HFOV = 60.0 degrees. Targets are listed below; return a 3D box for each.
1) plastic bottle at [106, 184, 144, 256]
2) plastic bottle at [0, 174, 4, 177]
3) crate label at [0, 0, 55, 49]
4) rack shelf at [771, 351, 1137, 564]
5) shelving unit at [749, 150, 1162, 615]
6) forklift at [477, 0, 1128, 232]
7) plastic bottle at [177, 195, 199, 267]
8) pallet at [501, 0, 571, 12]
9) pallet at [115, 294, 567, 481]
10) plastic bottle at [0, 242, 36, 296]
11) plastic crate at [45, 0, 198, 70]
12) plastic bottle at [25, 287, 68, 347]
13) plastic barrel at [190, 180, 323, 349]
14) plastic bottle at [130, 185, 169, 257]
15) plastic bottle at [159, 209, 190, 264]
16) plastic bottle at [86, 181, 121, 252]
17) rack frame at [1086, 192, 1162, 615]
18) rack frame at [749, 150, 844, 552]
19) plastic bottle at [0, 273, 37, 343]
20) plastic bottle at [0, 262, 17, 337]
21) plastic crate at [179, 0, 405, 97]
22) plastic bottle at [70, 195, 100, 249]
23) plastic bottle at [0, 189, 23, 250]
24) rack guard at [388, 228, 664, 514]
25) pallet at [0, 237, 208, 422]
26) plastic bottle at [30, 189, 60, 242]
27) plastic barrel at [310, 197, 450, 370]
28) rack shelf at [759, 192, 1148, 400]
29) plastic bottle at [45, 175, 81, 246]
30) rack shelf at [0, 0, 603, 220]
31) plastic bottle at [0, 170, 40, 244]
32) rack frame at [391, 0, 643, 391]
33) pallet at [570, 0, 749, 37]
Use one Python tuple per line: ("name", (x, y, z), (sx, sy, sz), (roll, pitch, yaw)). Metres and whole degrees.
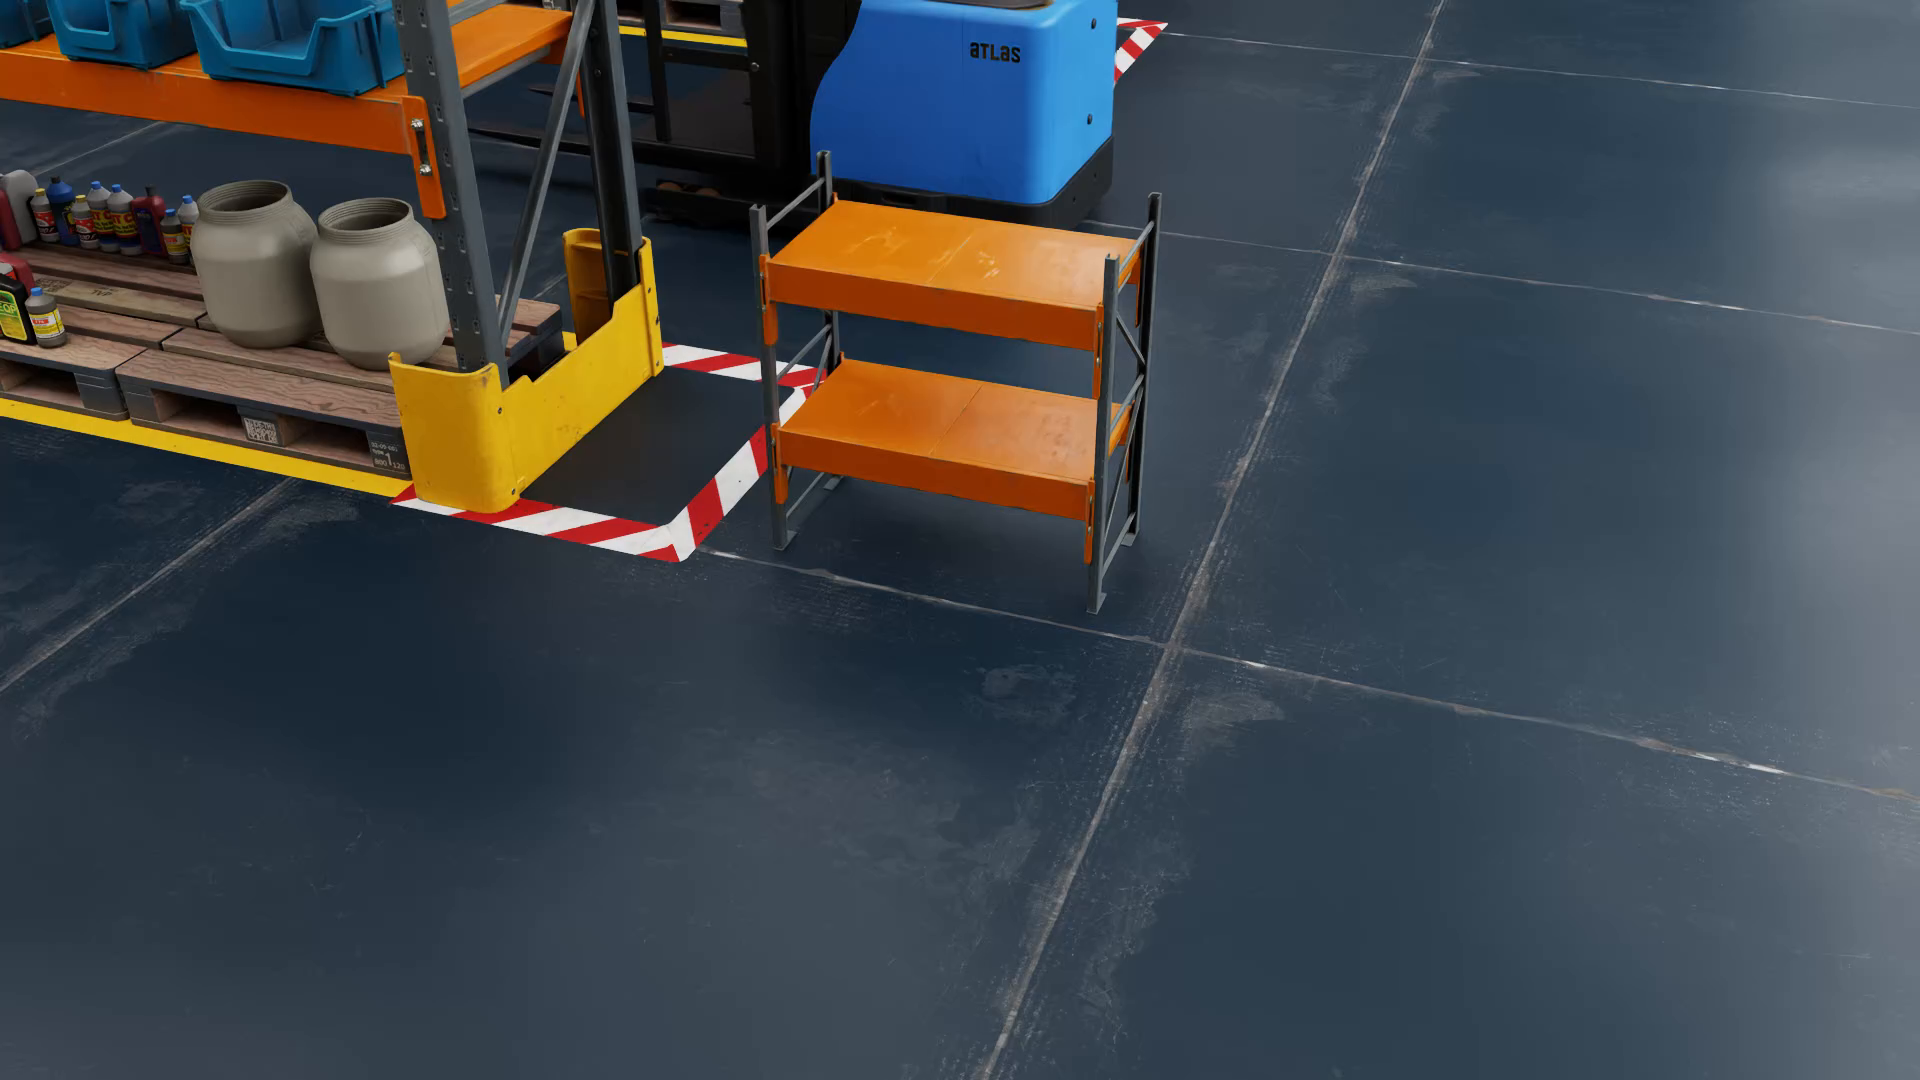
("plastic bottle", (-3.292, -1.267, 6.557), (0.097, 0.271, 0.097), (0, 33, 0))
("plastic bottle", (-3.945, -1.414, 6.711), (0.185, 0.351, 0.144), (11, 34, 16))
("crate label", (-3.191, -1.888, 5.377), (0.616, 0.435, 0.502), (11, 34, 16))
("rack shelf", (-0.006, -0.268, 5.079), (1.000, 0.278, 0.538), (11, 34, 16))
("shelving unit", (-0.006, -0.474, 4.947), (1.048, 1.125, 0.538), (11, 34, 16))
("forklift", (-0.820, -2.897, 7.035), (3.031, 2.935, 1.130), (15, 36, 21))
("plastic bottle", (-2.969, -1.204, 6.459), (0.097, 0.271, 0.097), (0, 33, 0))
("pallet", (-2.818, -3.659, 10.723), (1.213, 0.211, 1.003), (11, 34, 16))
("pallet", (-2.218, -0.645, 6.054), (1.213, 0.211, 1.003), (11, 34, 16))
("plastic bottle", (-3.437, -0.945, 6.047), (0.133, 0.283, 0.061), (11, 34, 16))
("plastic crate", (-2.549, -1.673, 5.213), (0.408, 0.251, 0.499), (11, 34, 16))
("plastic bottle", (-3.244, -0.796, 5.892), (0.097, 0.201, 0.097), (0, 33, 0))
("plastic barrel", (-2.484, -0.979, 5.908), (0.421, 0.512, 0.421), (0, 33, 0))
("plastic bottle", (-3.176, -1.260, 6.535), (0.133, 0.283, 0.061), (12, 35, 17))
("plastic bottle", (-3.066, -1.194, 6.508), (0.097, 0.201, 0.097), (0, 33, 0))
("plastic bottle", (-3.386, -1.285, 6.585), (0.097, 0.271, 0.097), (0, 33, 0))
("rack frame", (0.472, -0.381, 4.803), (0.032, 1.125, 0.500), (11, 34, 16))
("rack frame", (-0.485, -0.567, 5.091), (0.032, 1.125, 0.500), (11, 34, 16))
("plastic bottle", (-3.360, -0.843, 5.888), (0.133, 0.283, 0.061), (12, 35, 18))
("plastic bottle", (-3.472, -0.888, 5.965), (0.135, 0.276, 0.152), (11, 35, 17))
("plastic crate", (-1.939, -1.551, 5.024), (0.616, 0.251, 0.499), (11, 34, 16))
("plastic bottle", (-3.479, -1.274, 6.632), (0.097, 0.201, 0.097), (0, 33, 0))
("plastic bottle", (-3.828, -1.299, 6.596), (0.133, 0.283, 0.061), (11, 34, 16))
("rack guard", (-1.455, -0.614, 5.741), (0.348, 0.500, 1.175), (11, 34, 16))
("pallet", (-3.362, -0.869, 6.401), (1.213, 0.211, 1.003), (11, 34, 16))
("plastic bottle", (-3.673, -1.312, 6.690), (0.097, 0.201, 0.097), (0, 33, 0))
("plastic barrel", (-2.013, -0.887, 5.765), (0.421, 0.512, 0.421), (0, 33, 0))
("rack shelf", (-0.006, -0.720, 4.788), (1.000, 0.278, 0.538), (11, 34, 16))
("plastic bottle", (-3.577, -1.322, 6.642), (0.097, 0.271, 0.097), (0, 33, 0))
("rack shelf", (-3.250, -1.738, 5.840), (4.000, 0.370, 1.077), (11, 34, 16))
("plastic bottle", (-3.793, -1.351, 6.682), (0.135, 0.276, 0.152), (12, 35, 17))
("rack frame", (-1.367, -1.675, 5.078), (0.127, 3.000, 1.000), (11, 34, 16))
("pallet", (-1.665, -3.437, 10.379), (1.213, 0.211, 1.003), (11, 34, 16))
